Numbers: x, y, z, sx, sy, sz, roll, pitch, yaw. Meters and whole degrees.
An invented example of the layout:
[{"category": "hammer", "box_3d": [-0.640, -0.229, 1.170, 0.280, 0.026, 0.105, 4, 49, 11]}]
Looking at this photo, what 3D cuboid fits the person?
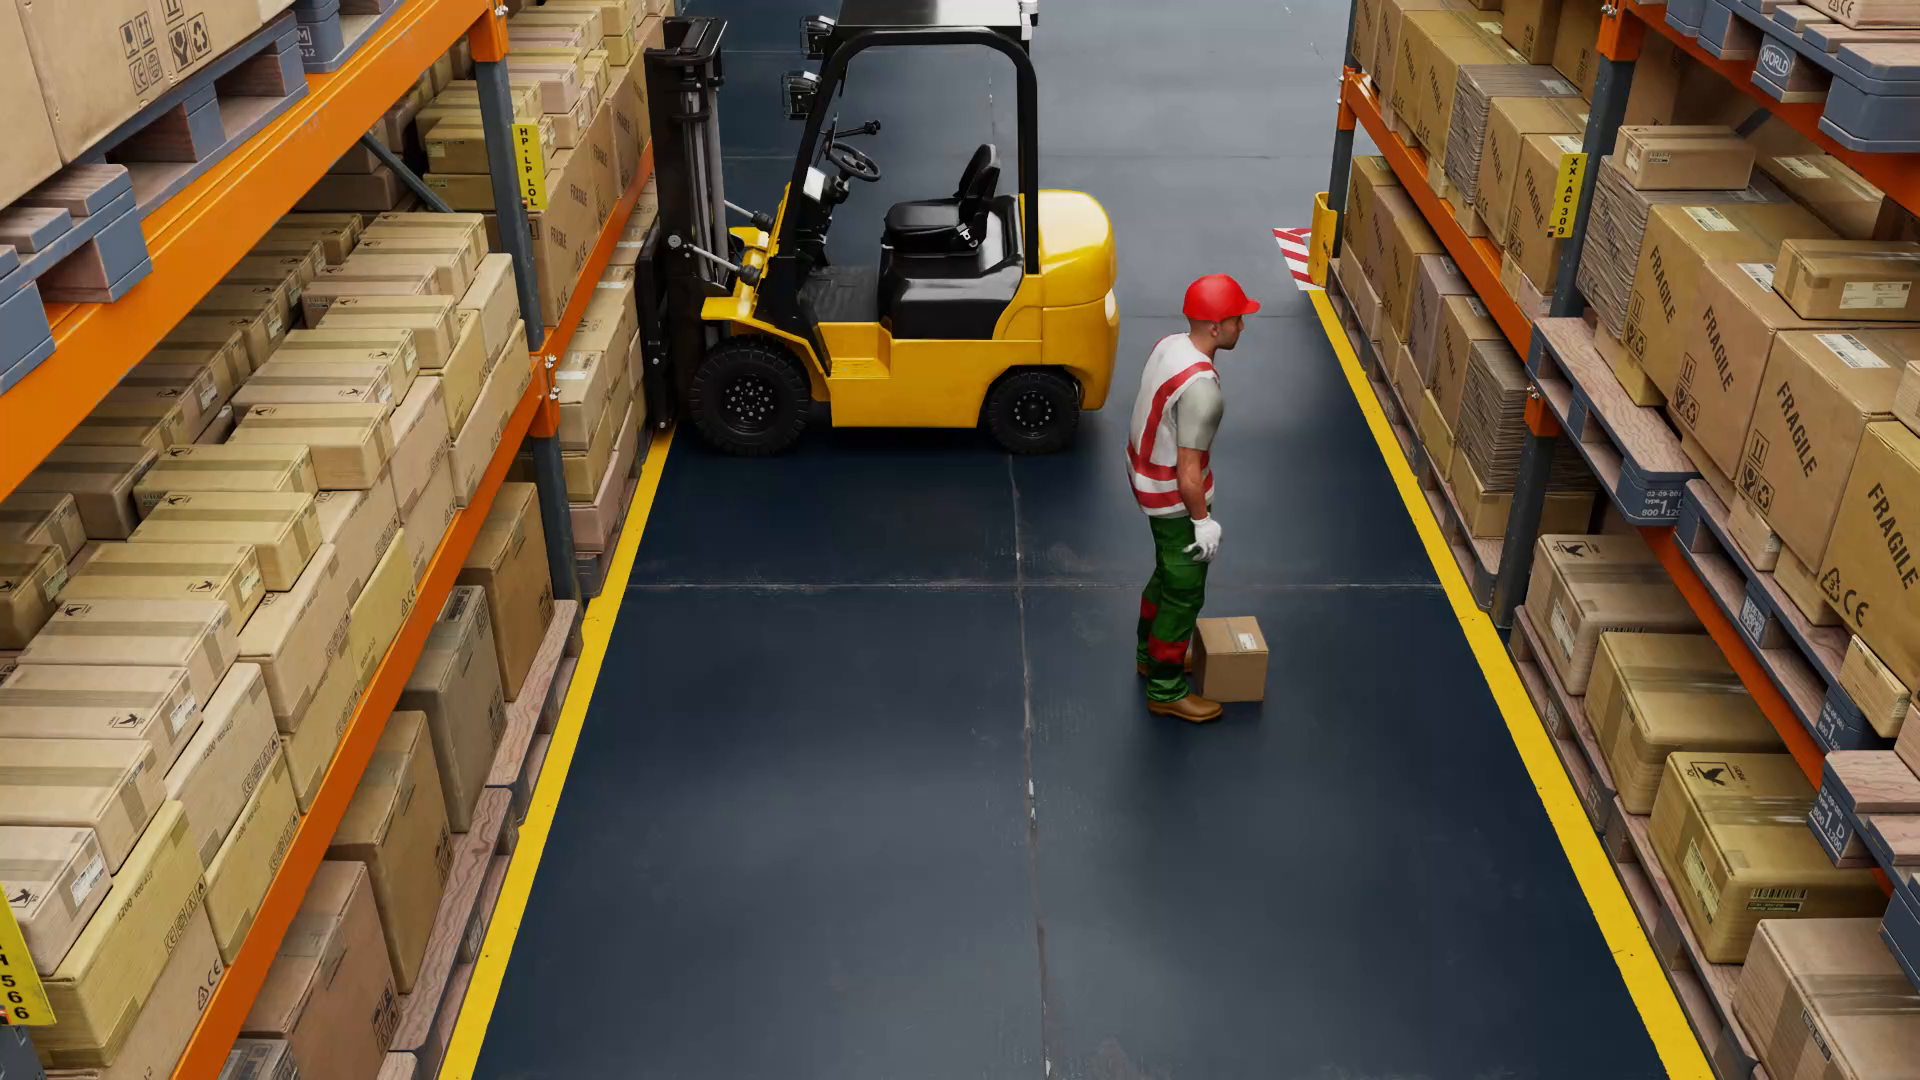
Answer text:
[{"category": "person", "box_3d": [0.869, -0.174, 6.404, 0.445, 1.781, 0.621, -2, 31, -3]}]
